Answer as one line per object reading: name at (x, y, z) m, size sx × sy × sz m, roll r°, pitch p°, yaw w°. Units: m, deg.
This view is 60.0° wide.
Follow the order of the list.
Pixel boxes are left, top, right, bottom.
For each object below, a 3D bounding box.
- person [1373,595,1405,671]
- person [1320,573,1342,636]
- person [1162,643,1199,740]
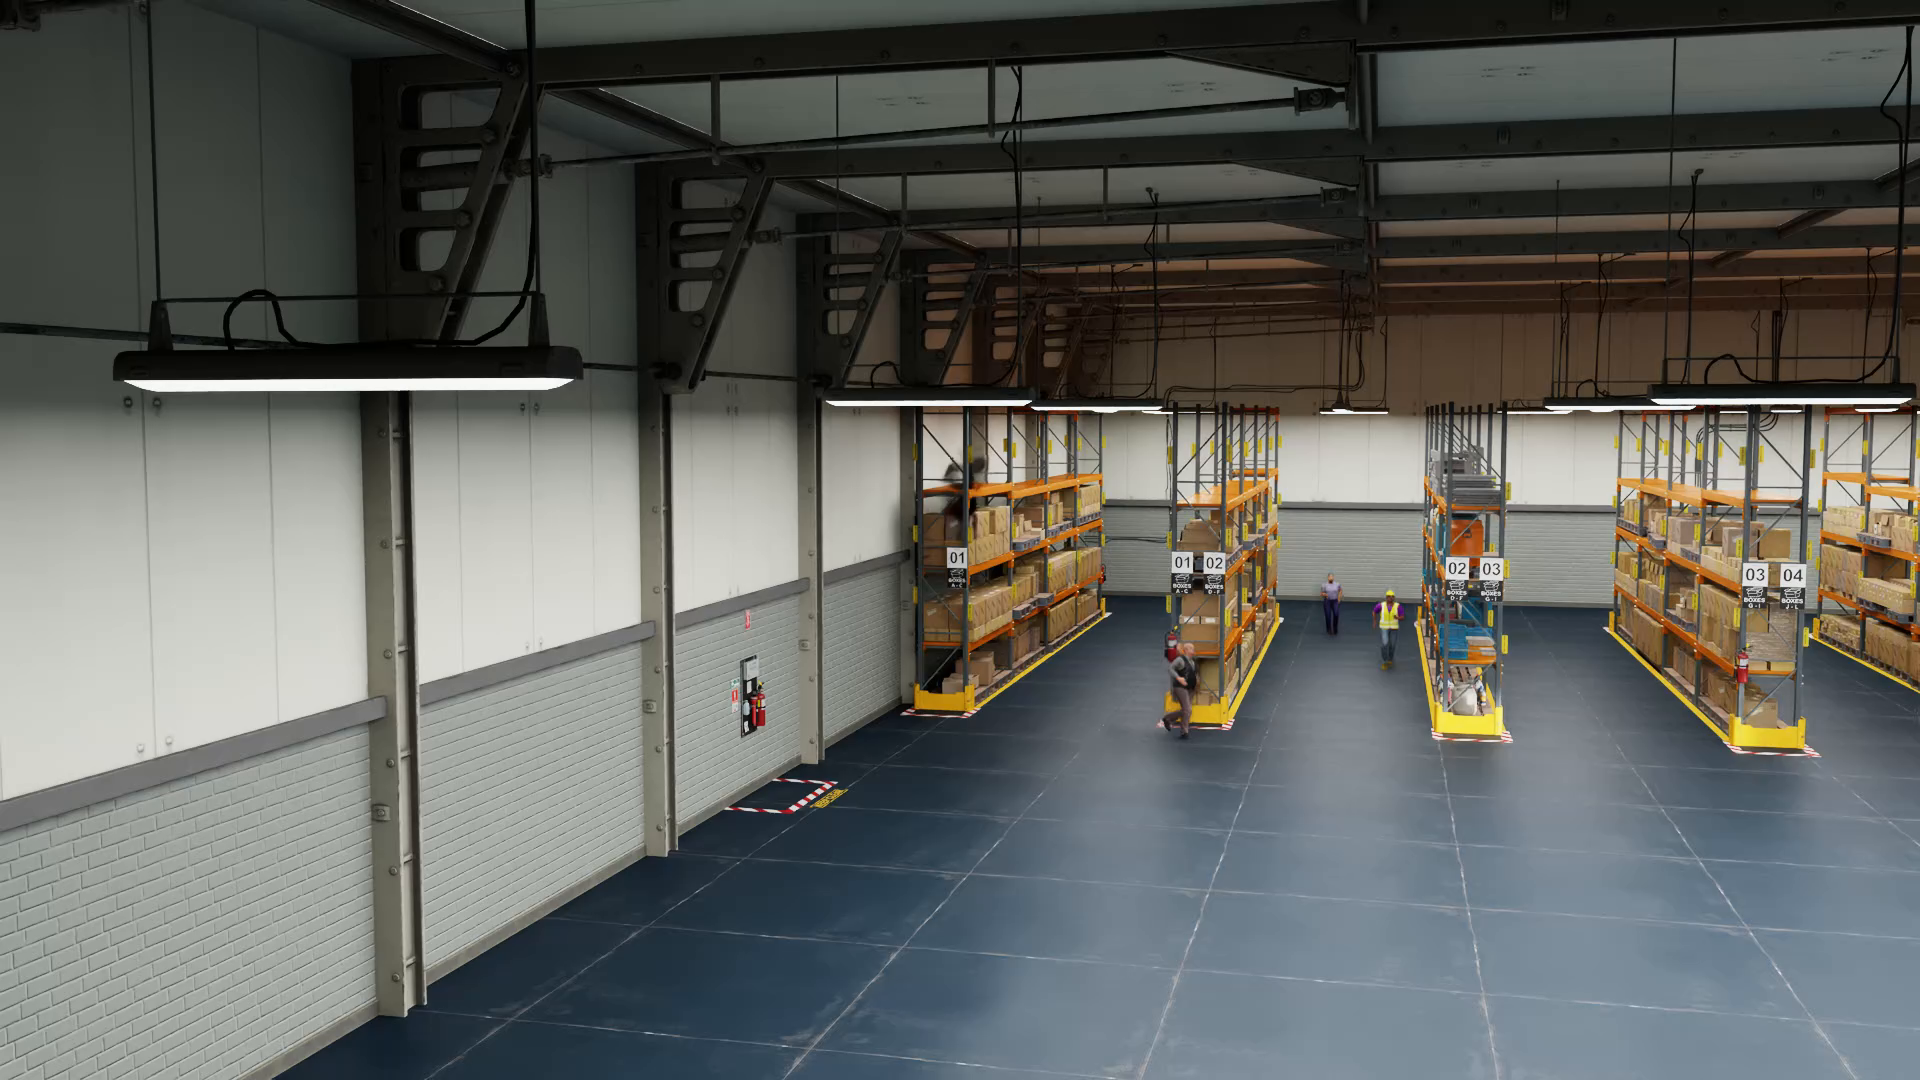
person at (9.745, 2.074, 37.769) m, size 0.678 × 1.793 × 0.769 m, roll 1°, pitch 4°, yaw 7°
person at (9.742, 1.696, 43.629) m, size 0.580 × 1.662 × 0.685 m, roll 1°, pitch 4°, yaw 9°
person at (4.024, 2.693, 29.893) m, size 0.696 × 1.698 × 0.796 m, roll -4°, pitch 6°, yaw -40°
